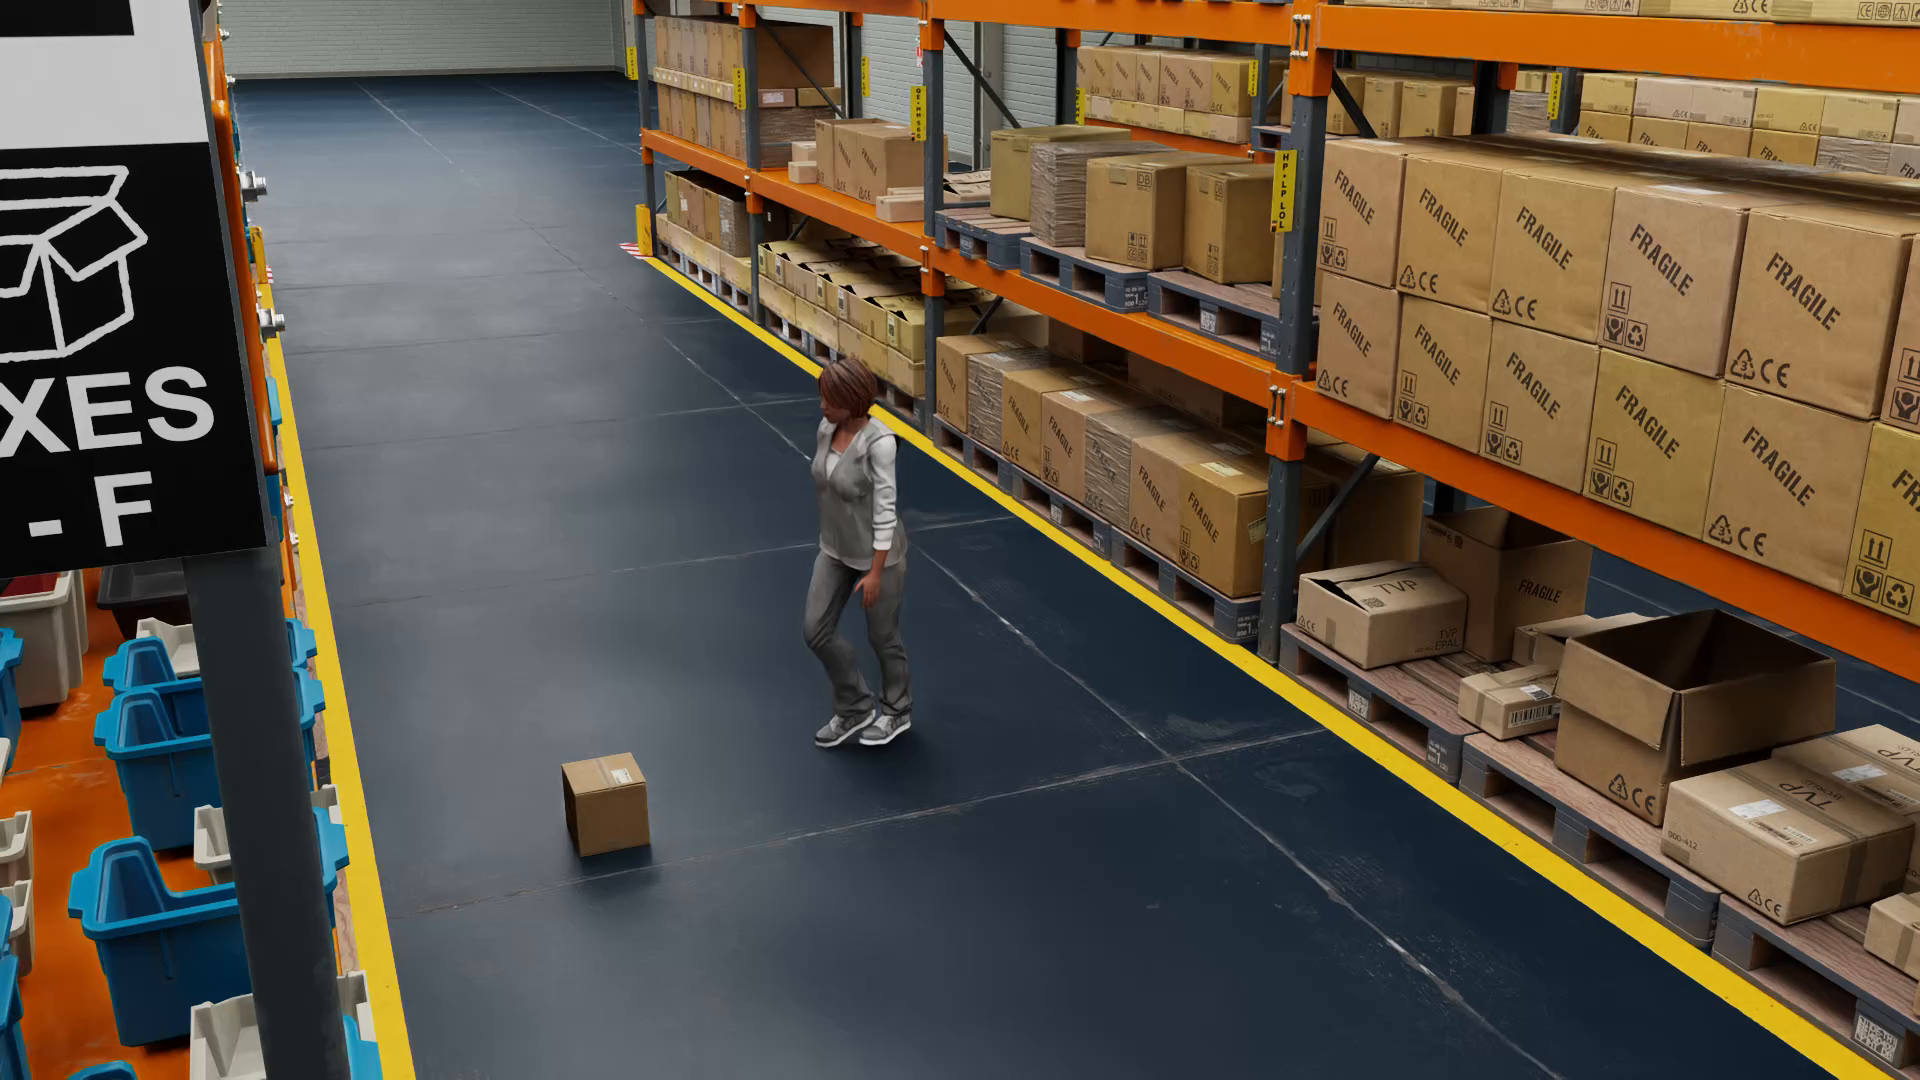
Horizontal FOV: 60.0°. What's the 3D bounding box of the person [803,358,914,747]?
[{"bbox_3d":[-0.354,0.067,6.359,0.423,1.595,0.459,15,24,36],"label":"person"}]
